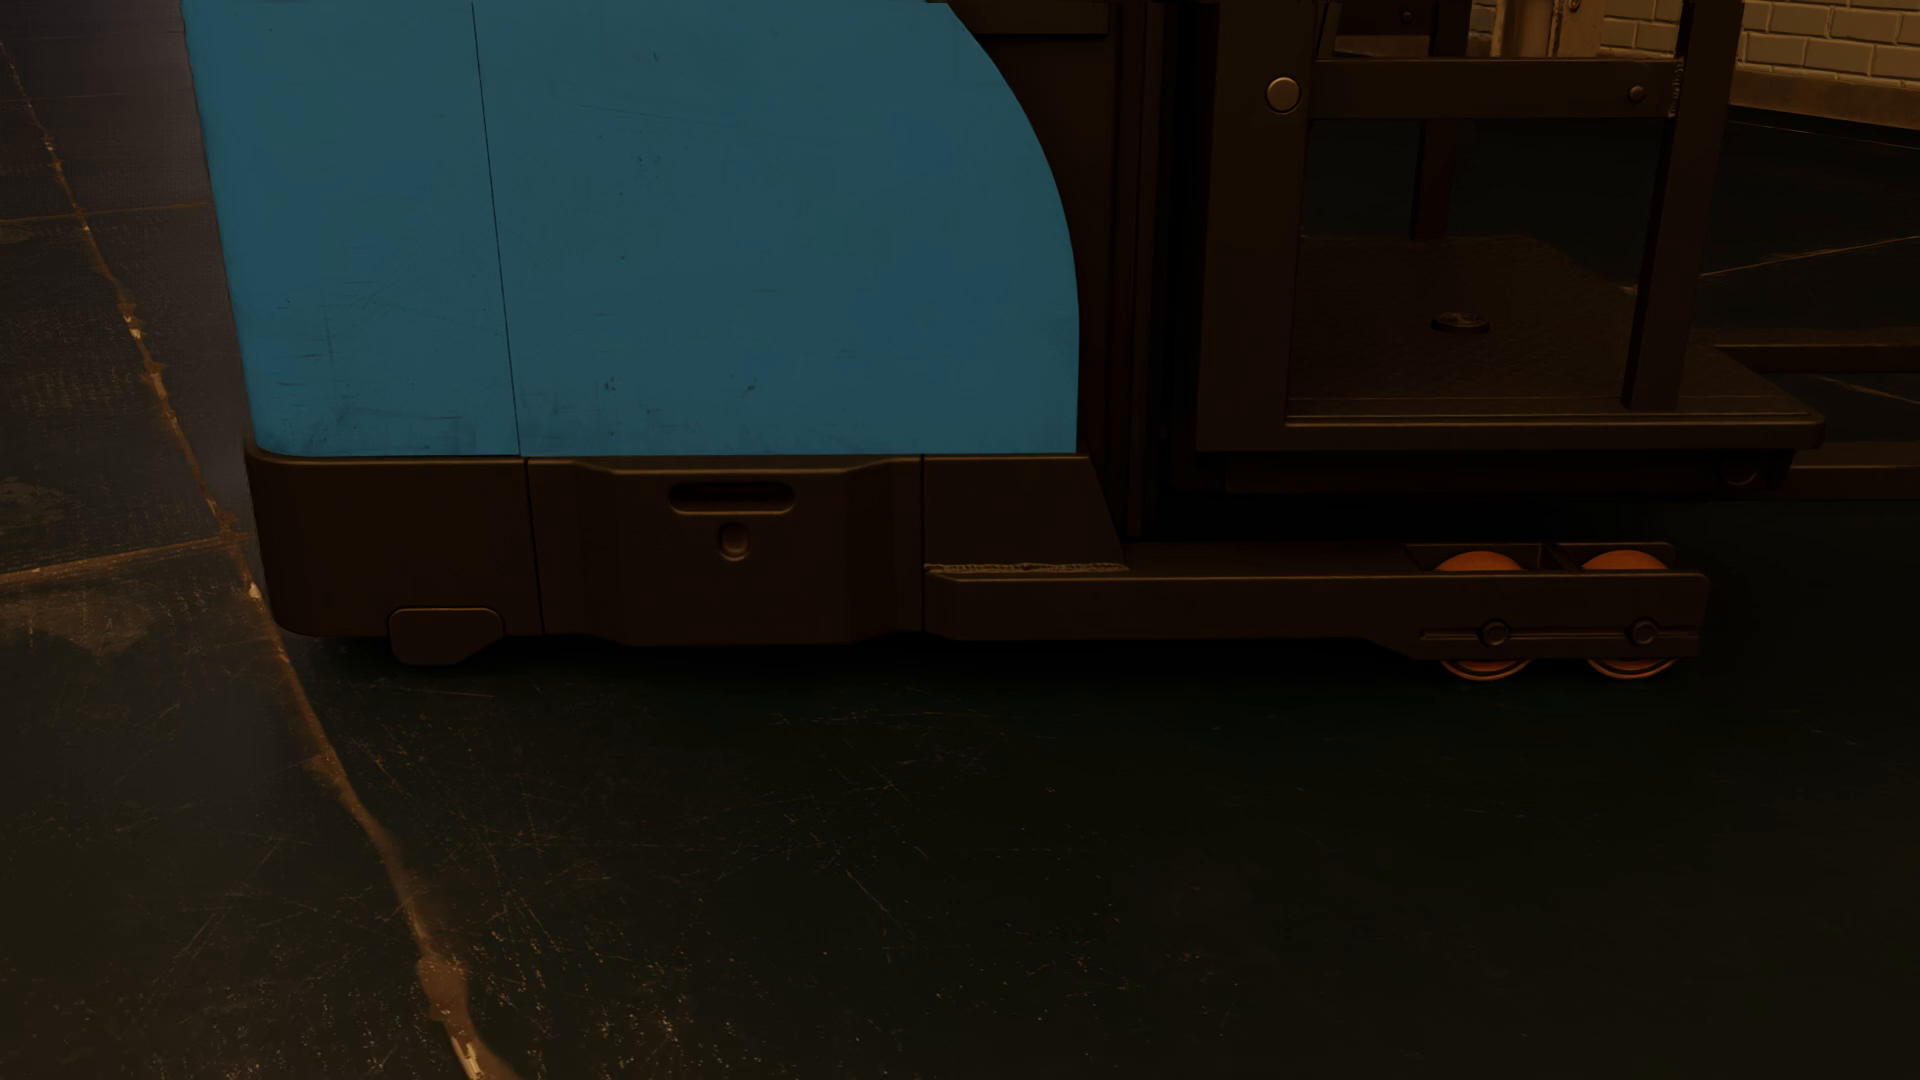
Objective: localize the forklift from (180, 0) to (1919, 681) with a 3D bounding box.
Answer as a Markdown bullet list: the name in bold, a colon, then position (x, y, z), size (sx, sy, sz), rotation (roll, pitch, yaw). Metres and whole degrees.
- **forklift**: position (0.588, -1.373, 2.120), size (3.031, 2.935, 1.130), rotation (0, 22, -1)
